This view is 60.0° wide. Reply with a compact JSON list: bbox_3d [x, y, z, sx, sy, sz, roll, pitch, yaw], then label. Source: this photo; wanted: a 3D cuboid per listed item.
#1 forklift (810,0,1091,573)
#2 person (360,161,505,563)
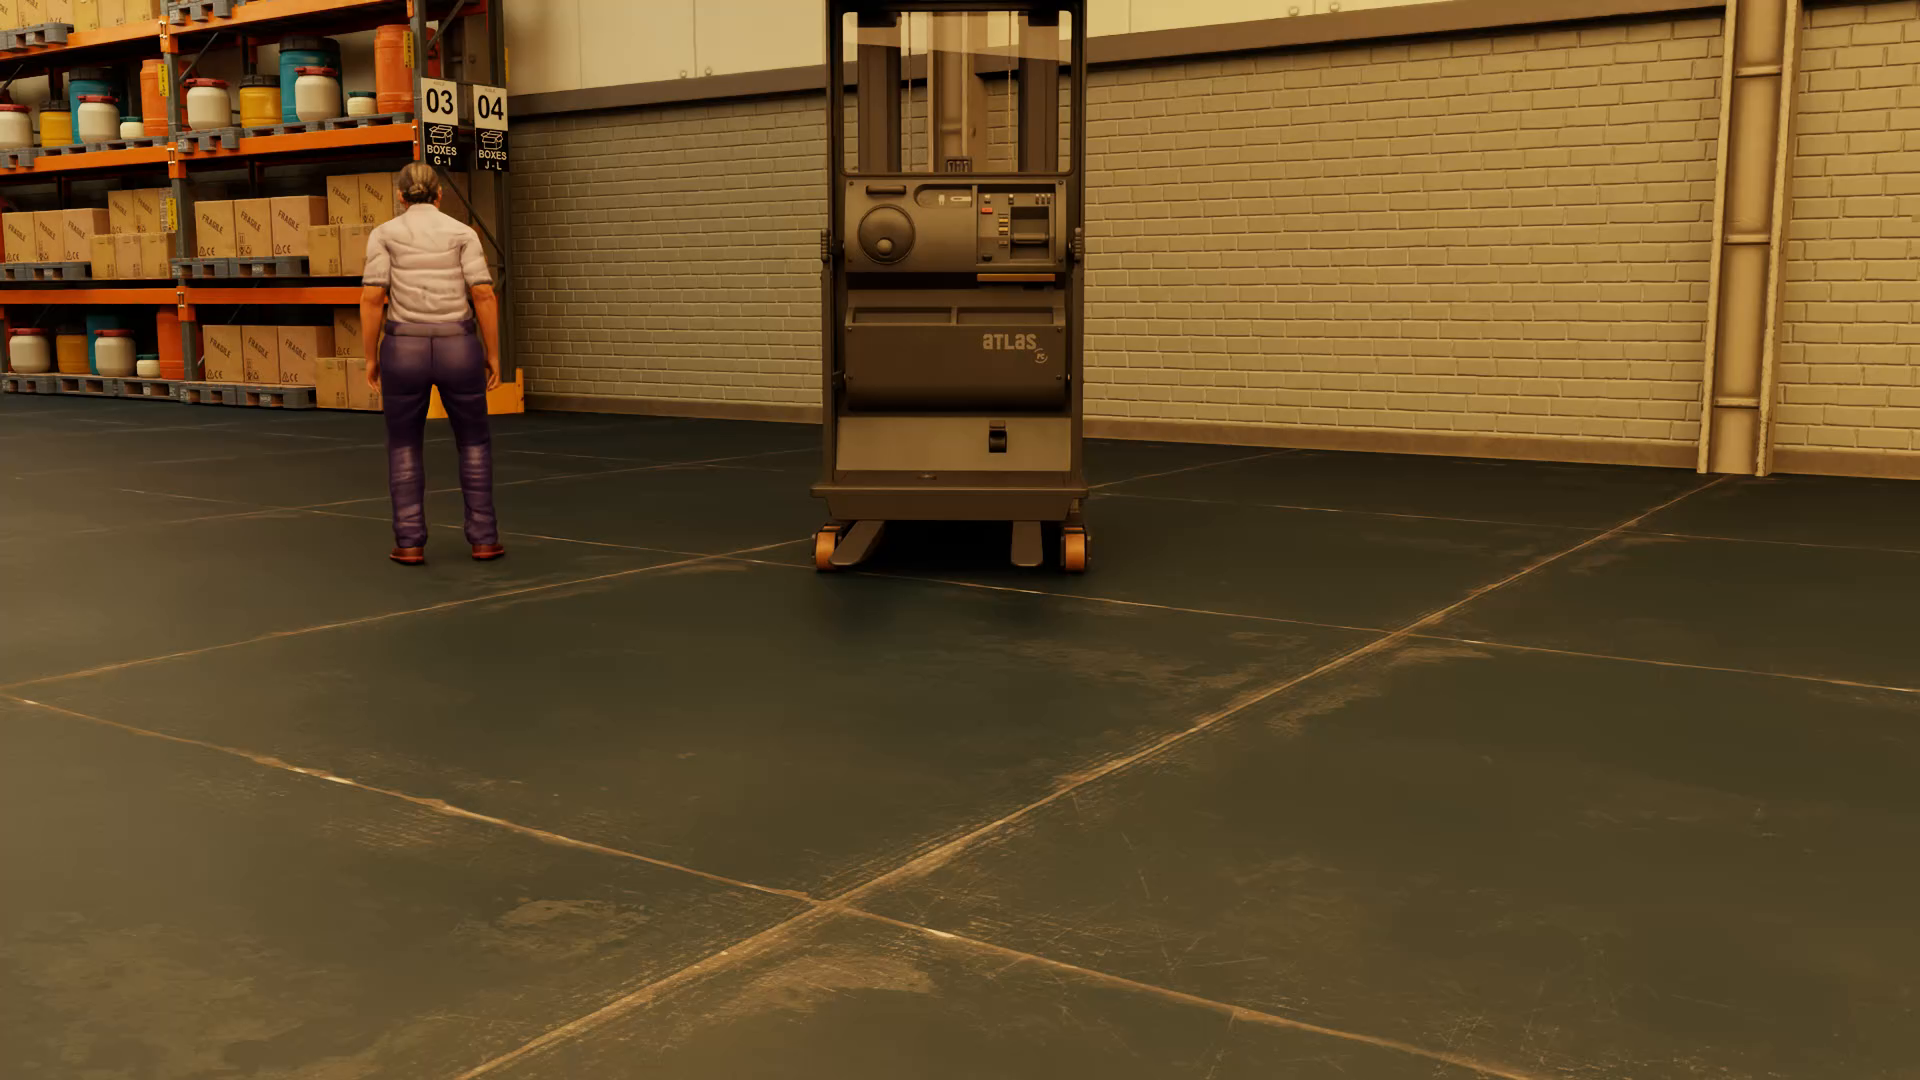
[{"bbox_3d":[-0.025,-1.363,6.774,1.130,2.935,3.031,0,8,2],"label":"forklift"},{"bbox_3d":[-2.190,-0.730,6.901,0.542,1.646,0.382,-3,8,-17],"label":"person"}]
